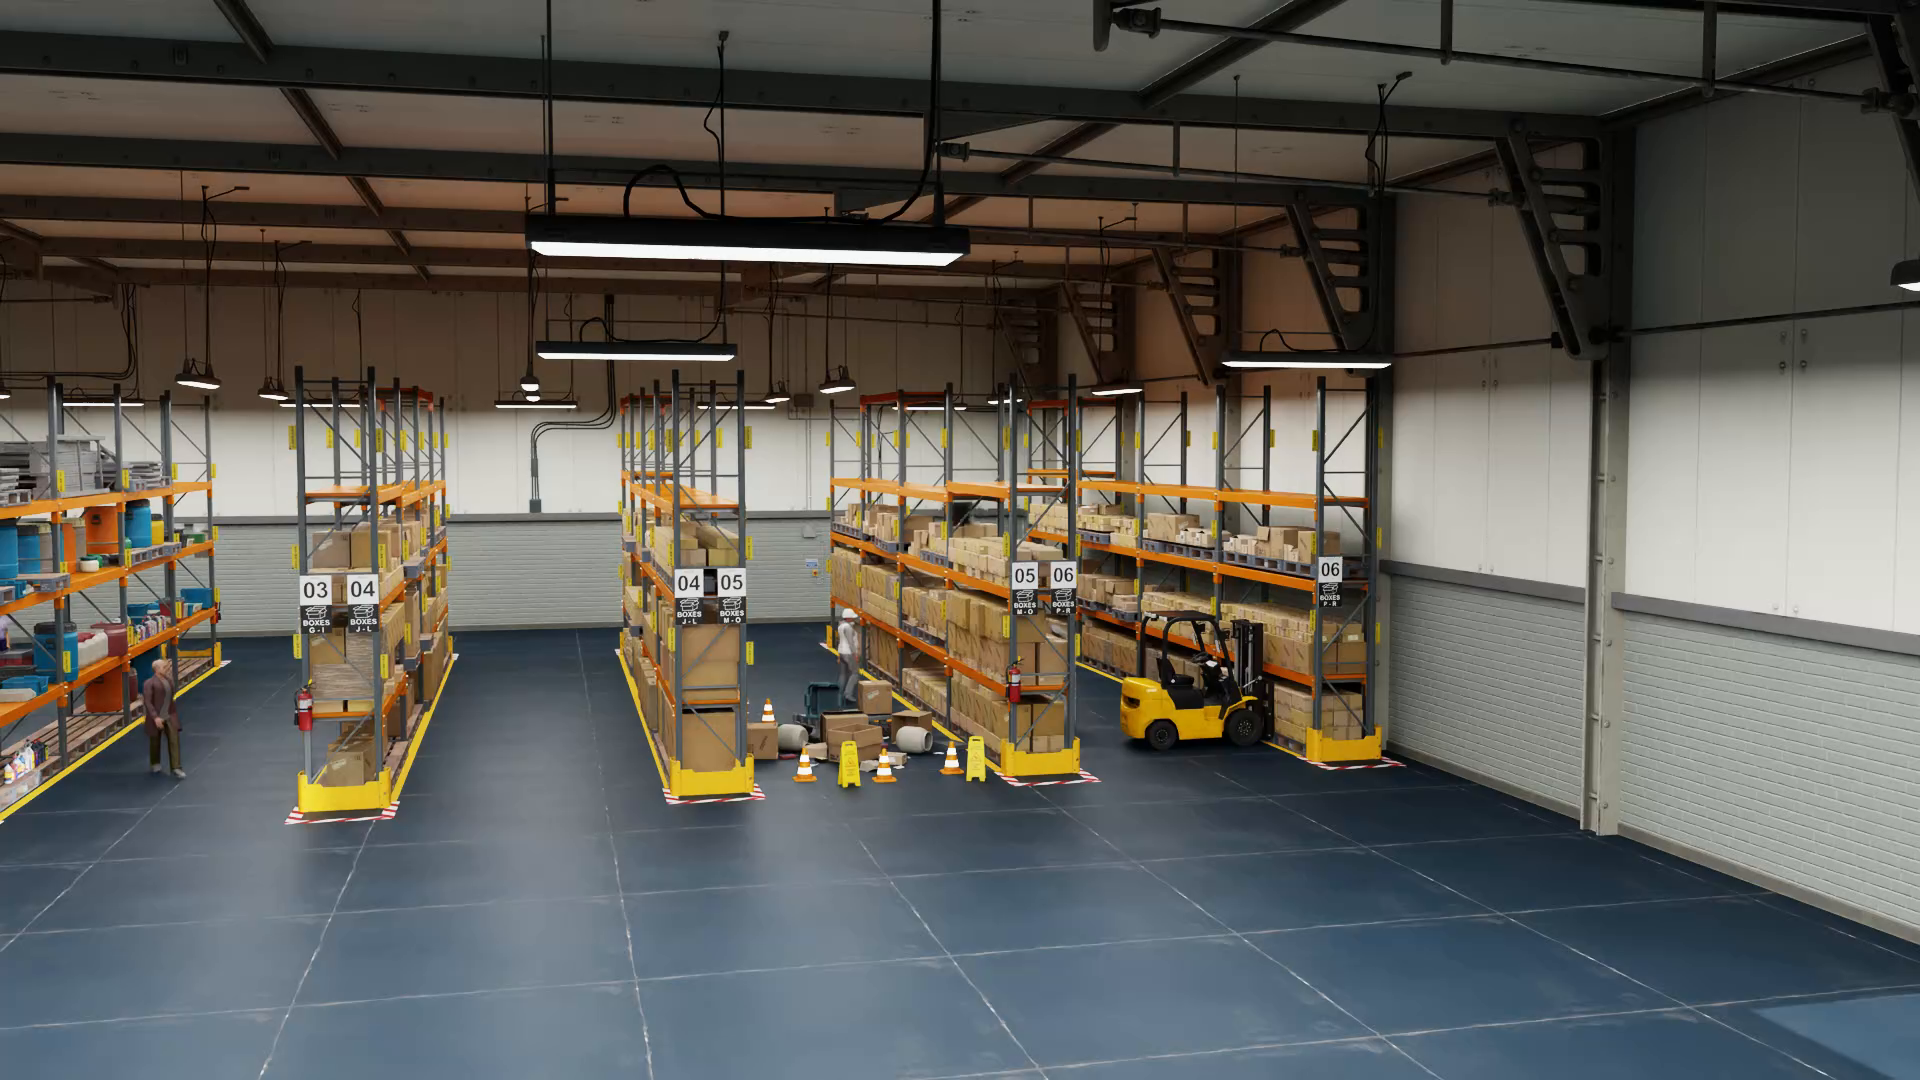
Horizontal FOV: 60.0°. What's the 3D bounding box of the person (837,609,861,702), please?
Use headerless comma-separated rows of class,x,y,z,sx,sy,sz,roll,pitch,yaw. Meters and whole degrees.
person,-2.135,2.205,31.875,0.363,1.787,0.595,-2,4,-25

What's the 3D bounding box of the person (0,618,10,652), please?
person,-19.770,2.163,34.085,0.550,1.599,0.932,-1,4,-20

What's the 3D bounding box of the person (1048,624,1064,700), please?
person,1.650,2.366,30.015,0.530,1.714,0.732,-1,4,-16

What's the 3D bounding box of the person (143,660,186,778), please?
person,-11.877,2.642,24.754,0.535,1.720,1.097,-2,4,-34

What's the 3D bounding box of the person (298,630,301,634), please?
person,-13.088,2.209,33.625,0.562,1.536,0.911,-1,3,-11
